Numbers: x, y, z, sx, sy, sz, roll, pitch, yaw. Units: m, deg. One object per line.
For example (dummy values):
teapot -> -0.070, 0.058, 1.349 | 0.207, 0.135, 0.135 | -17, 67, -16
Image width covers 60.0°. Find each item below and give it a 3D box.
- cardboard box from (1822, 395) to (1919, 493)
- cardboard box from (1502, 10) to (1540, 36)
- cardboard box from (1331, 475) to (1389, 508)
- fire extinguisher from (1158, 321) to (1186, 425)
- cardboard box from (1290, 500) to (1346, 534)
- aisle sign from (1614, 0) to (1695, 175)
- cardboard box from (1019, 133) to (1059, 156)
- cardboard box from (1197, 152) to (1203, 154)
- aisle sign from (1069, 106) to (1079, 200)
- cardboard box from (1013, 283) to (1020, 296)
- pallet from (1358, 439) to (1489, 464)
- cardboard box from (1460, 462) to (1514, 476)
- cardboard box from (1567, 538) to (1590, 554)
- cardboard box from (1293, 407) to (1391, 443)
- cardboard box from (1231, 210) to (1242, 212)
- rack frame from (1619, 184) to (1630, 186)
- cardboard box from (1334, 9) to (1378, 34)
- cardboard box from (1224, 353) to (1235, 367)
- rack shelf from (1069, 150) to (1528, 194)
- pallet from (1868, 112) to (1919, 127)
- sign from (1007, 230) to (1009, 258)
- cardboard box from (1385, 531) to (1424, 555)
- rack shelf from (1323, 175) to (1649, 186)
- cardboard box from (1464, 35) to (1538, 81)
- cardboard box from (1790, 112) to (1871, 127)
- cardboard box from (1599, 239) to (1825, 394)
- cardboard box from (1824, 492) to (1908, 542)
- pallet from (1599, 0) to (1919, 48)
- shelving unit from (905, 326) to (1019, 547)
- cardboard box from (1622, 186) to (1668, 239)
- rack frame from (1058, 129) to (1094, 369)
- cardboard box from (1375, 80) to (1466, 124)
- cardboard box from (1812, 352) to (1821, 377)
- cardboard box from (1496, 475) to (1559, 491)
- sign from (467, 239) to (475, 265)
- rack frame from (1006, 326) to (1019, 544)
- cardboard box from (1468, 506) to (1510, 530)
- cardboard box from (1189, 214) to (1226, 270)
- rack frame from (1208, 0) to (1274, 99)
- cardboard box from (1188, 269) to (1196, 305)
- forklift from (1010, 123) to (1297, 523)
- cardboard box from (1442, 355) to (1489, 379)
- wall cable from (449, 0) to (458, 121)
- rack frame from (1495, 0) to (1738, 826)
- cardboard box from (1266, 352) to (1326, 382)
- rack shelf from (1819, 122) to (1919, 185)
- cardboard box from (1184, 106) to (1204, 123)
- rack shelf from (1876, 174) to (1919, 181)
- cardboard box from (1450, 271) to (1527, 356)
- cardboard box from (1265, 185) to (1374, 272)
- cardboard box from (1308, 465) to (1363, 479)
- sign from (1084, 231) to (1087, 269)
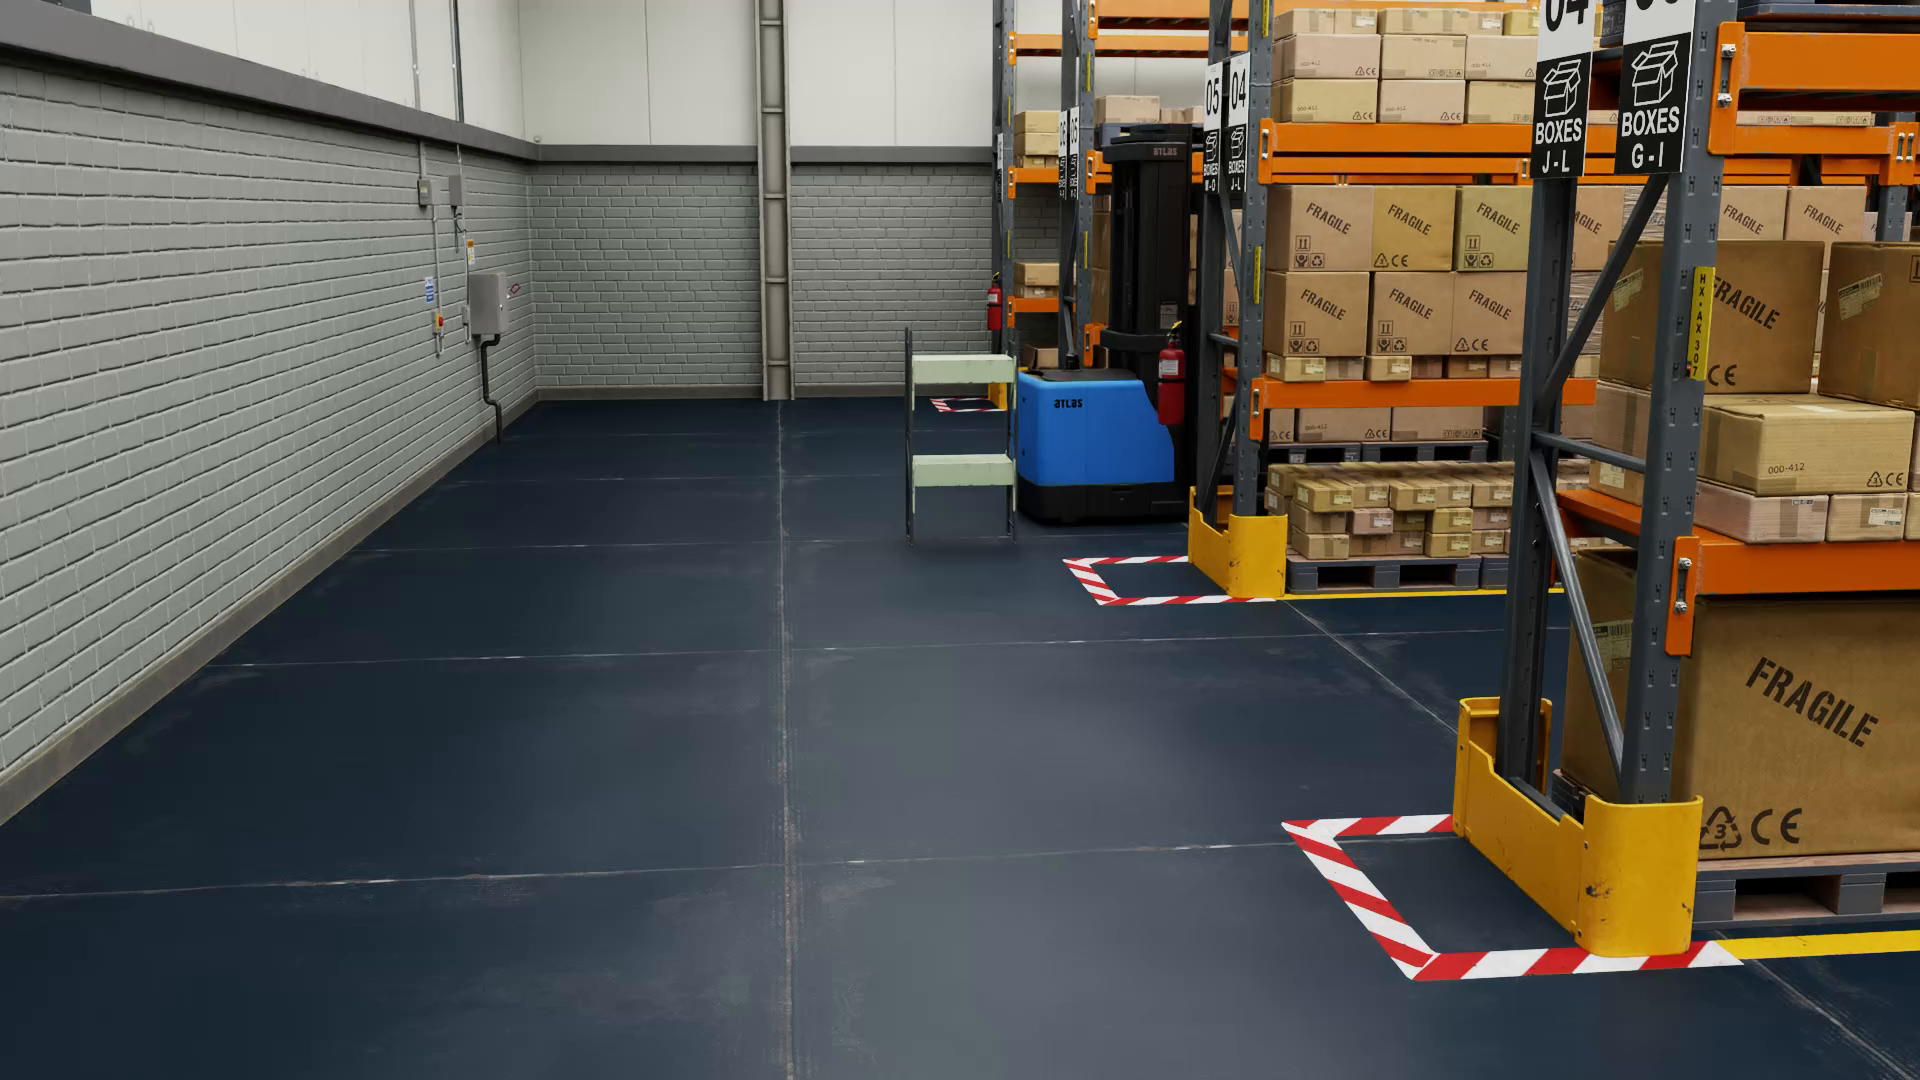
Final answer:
cardboard box -> 3.137, -0.320, 5.338 | 0.500, 0.250, 0.500 | -1, 11, -7
cardboard box -> 3.318, -3.044, 9.860 | 0.250, 0.149, 0.380 | -1, 11, -4
cardboard box -> 2.498, -0.304, 10.400 | 0.250, 0.149, 0.380 | -1, 11, -5
fire extinguisher -> 1.379, -1.093, 10.819 | 0.183, 0.674, 0.296 | -1, 11, -6
cardboard box -> 2.228, -0.146, 10.363 | 0.250, 0.149, 0.380 | -1, 11, -4
aisle sign -> 2.075, -1.494, 4.952 | 0.004, 0.787, 0.394 | -1, 11, -6
cardboard box -> 0.975, -4.631, 19.488 | 0.500, 0.250, 0.500 | -1, 11, -7
cardboard box -> 3.002, -4.678, 19.728 | 0.500, 0.250, 0.500 | -1, 11, -5
aisle sign -> 1.004, -3.396, 14.629 | 0.004, 0.787, 0.394 | -1, 11, -6
cardboard box -> 0.805, -3.065, 20.333 | 0.250, 0.149, 0.380 | -1, 11, -7
pallet -> 4.256, -0.892, 15.859 | 1.213, 0.211, 1.003 | -1, 11, -6
cardboard box -> 3.477, -0.407, 10.923 | 0.250, 0.149, 0.380 | -2, 11, -8
cardboard box -> 3.771, -0.022, 10.507 | 0.250, 0.149, 0.380 | -1, 11, -6
cardboard box -> 3.495, -1.199, 15.743 | 0.875, 0.438, 0.875 | -2, 11, -8
cardboard box -> 2.466, -3.017, 14.907 | 0.250, 0.149, 0.380 | -1, 11, -6
rack frame -> 8.457, -3.296, 20.859 | 0.127, 3.000, 1.000 | -1, 11, -6
cardboard box -> 2.281, -3.035, 9.812 | 0.250, 0.149, 0.380 | -1, 11, -4
cardboard box -> 3.009, -2.136, 20.347 | 0.500, 0.500, 0.700 | -2, 11, -8
rack shelf -> 3.032, -3.338, 15.162 | 4.000, 0.370, 1.077 | -1, 11, -6
pallet -> 6.281, -2.686, 10.466 | 1.003, 0.211, 1.213 | -1, 11, -6
sign -> 0.563, -3.450, 19.399 | 0.005, 0.325, 0.100 | -1, 11, -6
cardboard box -> 2.732, -0.015, 10.470 | 0.250, 0.149, 0.380 | -1, 11, -5
rack shelf -> 6.469, -4.374, 20.427 | 4.000, 0.370, 1.077 | -1, 11, -6
cardboard box -> 3.166, -2.853, 9.920 | 0.500, 0.250, 0.500 | -1, 11, -5
cardboard box -> 5.197, -2.650, 10.186 | 0.500, 0.250, 0.500 | -1, 11, -5
cardboard box -> 2.570, -0.778, 5.724 | 0.500, 0.500, 0.500 | -1, 11, -5
cardboard box -> 2.758, -0.104, 5.272 | 0.250, 0.149, 0.380 | -1, 11, -7
pallet -> 2.851, -1.723, 5.311 | 1.213, 0.211, 1.003 | -1, 11, -6
shelving unit -> 0.007, -0.736, 11.724 | 0.755, 1.500, 0.431 | -1, 11, -6
cardboard box -> 4.194, -1.918, 10.227 | 0.500, 0.500, 0.500 | -1, 11, -5
rack frame -> 1.044, -2.178, 15.170 | 0.127, 3.000, 1.000 | -1, 11, -6
cardboard box -> 2.677, -2.599, 9.927 | 0.500, 0.250, 0.500 | -1, 11, -4
cardboard box -> 5.153, -1.114, 10.408 | 0.250, 0.149, 0.380 | -2, 11, -8
cardboard box -> 3.543, -0.307, 10.412 | 0.250, 0.149, 0.380 | -1, 11, -5
sign -> -4.841, -2.852, 16.459 | 0.001, 0.242, 0.339 | -1, 11, -6
rack frame -> 0.371, -0.744, 11.763 | 0.023, 1.500, 0.400 | -1, 11, -6
cardboard box -> 3.260, -0.171, 10.491 | 0.250, 0.149, 0.380 | -2, 11, -9
cardboard box -> 2.065, -2.685, 14.899 | 0.500, 0.500, 0.500 | -2, 11, -8
rack frame -> 1.679, -4.174, 9.773 | 0.127, 3.000, 1.000 | -1, 11, -6
cardboard box -> 2.052, -2.198, 15.012 | 0.500, 0.500, 0.500 | -1, 11, -7
forklift -> 1.946, -1.685, 12.843 | 3.031, 2.935, 1.130 | -2, 11, -12
cardboard box -> 3.073, -1.093, 10.301 | 0.250, 0.149, 0.380 | -1, 11, -7
wall cable -> -4.659, -5.093, 14.448 | 0.029, 3.000, 2.355 | -1, 11, -6
rack frame -> 2.114, -0.277, 5.503 | 0.127, 3.000, 1.000 | -1, 11, -6
cardboard box -> 2.036, -1.051, 10.091 | 0.250, 0.149, 0.380 | -1, 11, -7
rack shelf -> 7.644, -2.475, 10.768 | 4.000, 0.370, 1.077 | -1, 11, -6
cardboard box -> 2.151, -3.760, 14.746 | 0.250, 0.149, 0.380 | -1, 11, -4
rack shelf -> 10.986, -3.505, 16.010 | 4.000, 0.370, 1.077 | -1, 11, -6
cardboard box -> 3.173, -1.406, 10.213 | 0.500, 0.500, 0.500 | -1, 11, -5
cardboard box -> 2.154, -1.875, 10.006 | 0.500, 0.500, 0.500 | -1, 11, -6
cardboard box -> 2.434, -0.384, 10.803 | 0.250, 0.149, 0.380 | -1, 11, -5
sign -> 1.098, -2.535, 14.537 | 0.005, 0.325, 0.100 | -1, 11, -6
